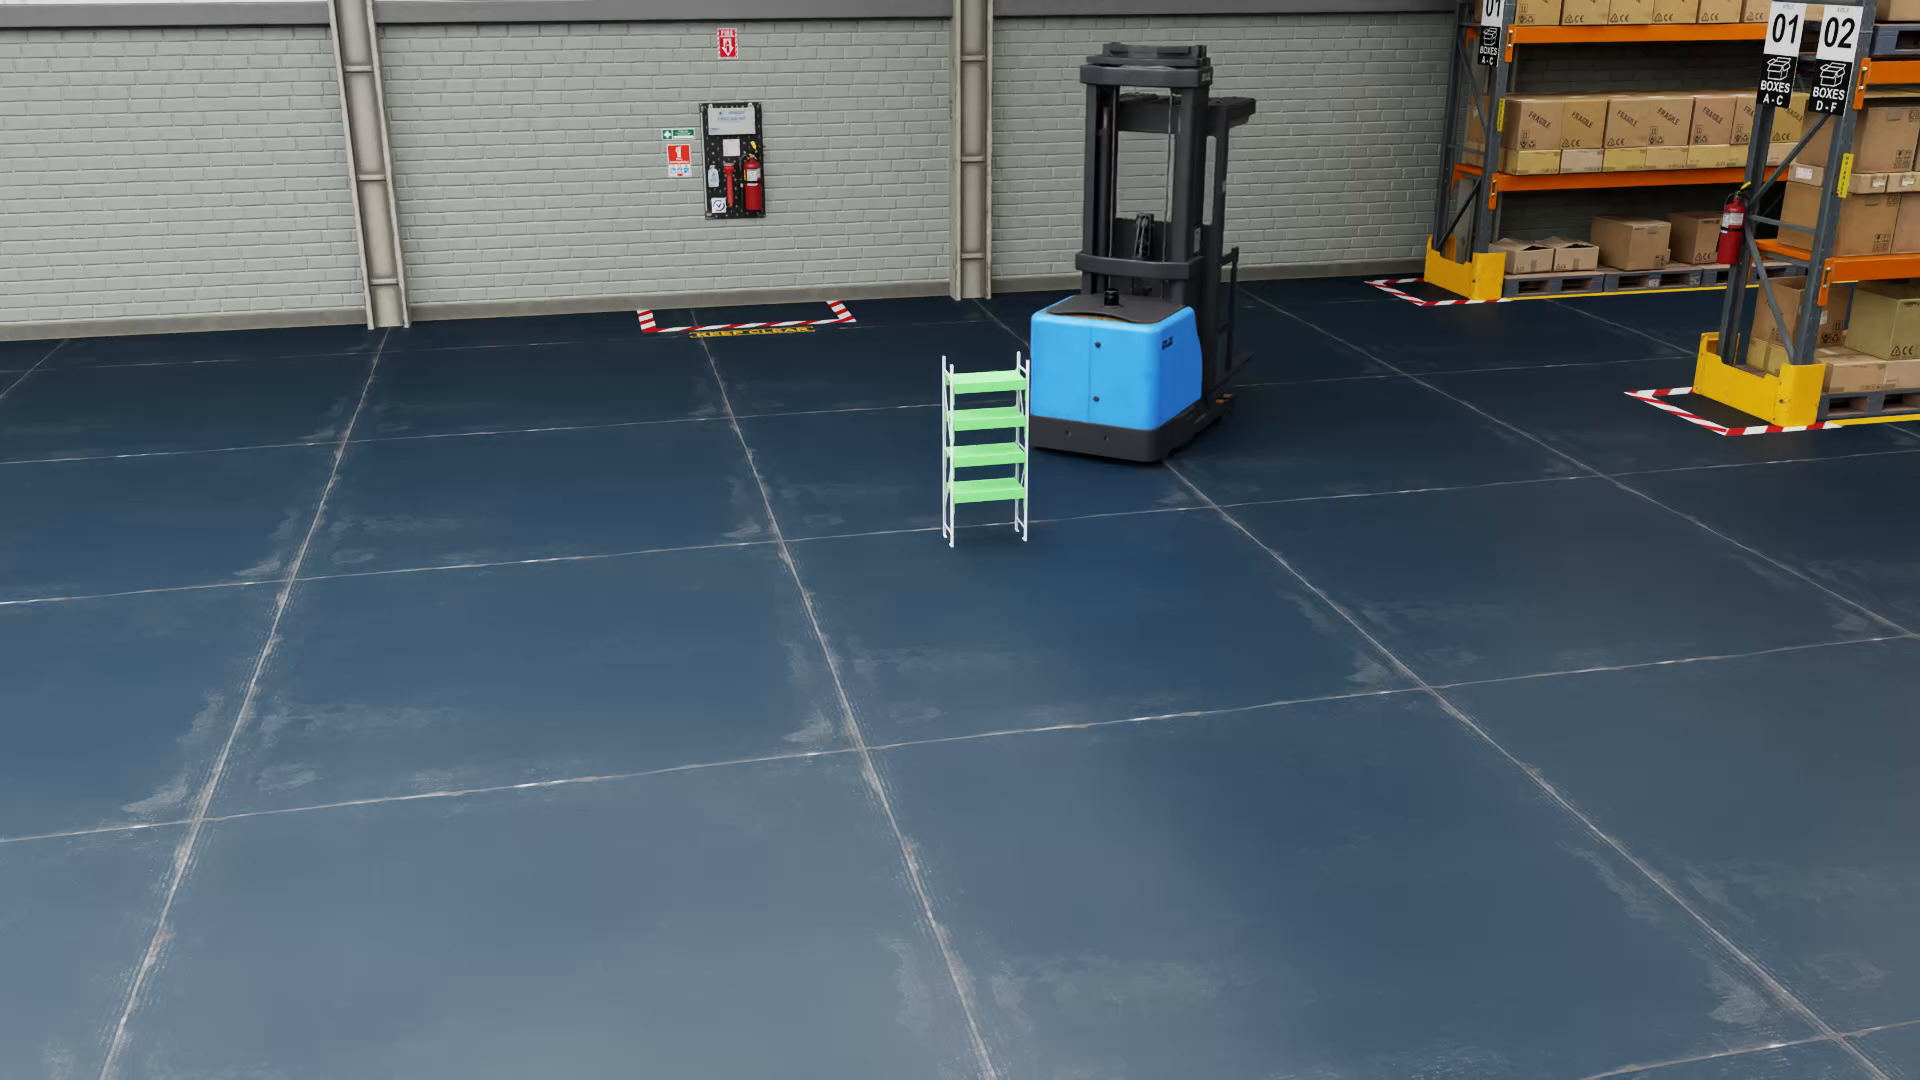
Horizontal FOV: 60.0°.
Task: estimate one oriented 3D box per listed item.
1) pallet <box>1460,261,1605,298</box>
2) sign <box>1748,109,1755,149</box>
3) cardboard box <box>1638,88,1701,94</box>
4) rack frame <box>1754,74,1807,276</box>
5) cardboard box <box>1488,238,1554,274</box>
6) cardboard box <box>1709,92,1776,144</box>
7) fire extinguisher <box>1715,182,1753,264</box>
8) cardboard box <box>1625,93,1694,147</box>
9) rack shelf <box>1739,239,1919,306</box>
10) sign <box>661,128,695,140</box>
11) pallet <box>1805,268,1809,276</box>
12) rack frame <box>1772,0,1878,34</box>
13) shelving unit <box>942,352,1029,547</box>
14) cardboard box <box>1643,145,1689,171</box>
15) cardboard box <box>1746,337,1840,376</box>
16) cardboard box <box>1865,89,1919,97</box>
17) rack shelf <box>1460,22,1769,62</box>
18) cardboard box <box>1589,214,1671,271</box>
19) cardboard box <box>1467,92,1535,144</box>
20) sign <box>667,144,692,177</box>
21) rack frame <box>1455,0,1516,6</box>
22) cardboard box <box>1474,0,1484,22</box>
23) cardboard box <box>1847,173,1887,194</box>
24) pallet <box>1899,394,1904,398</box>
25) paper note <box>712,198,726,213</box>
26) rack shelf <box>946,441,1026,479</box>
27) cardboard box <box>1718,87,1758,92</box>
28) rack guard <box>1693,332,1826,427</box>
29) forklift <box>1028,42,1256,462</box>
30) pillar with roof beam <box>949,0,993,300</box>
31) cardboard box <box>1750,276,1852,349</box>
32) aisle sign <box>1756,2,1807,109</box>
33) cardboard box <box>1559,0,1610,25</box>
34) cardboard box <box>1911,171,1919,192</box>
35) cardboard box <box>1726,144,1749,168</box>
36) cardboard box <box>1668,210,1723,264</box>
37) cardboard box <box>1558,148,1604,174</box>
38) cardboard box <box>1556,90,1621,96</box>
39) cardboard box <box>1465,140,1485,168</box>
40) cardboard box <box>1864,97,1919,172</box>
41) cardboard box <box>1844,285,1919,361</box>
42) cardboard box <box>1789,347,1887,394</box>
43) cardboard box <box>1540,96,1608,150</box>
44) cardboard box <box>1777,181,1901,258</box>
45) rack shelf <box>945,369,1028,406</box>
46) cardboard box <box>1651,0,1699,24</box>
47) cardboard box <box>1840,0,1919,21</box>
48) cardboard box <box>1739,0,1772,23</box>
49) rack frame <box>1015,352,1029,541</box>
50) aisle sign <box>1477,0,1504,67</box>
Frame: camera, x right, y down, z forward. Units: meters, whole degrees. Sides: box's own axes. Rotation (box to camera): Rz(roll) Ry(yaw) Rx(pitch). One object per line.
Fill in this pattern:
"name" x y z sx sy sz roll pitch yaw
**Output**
"pallet" 6.341 -2.924 18.490 1.213 0.211 1.003 -5 21 -12
"sign" 6.500 -3.355 13.583 0.005 0.325 0.100 -5 21 -12
"cardboard box" 7.865 -4.738 18.486 0.500 0.500 0.500 -4 21 -11
"rack frame" 9.361 -4.491 18.715 0.127 3.000 1.000 -5 21 -12
"cardboard box" 6.162 -3.143 18.304 0.500 0.311 0.500 -7 21 -19
"cardboard box" 8.488 -4.600 18.110 0.500 0.500 0.500 -5 21 -13
"fire extinguisher" 6.390 -2.627 13.737 0.183 0.674 0.296 -5 21 -12
"cardboard box" 7.489 -4.522 17.898 0.500 0.500 0.500 -4 20 -11
"rack shelf" 8.558 -2.337 13.880 4.000 0.370 1.077 -5 21 -12
"sign" -2.858 -4.116 16.867 0.331 0.109 0.001 -5 21 -12
"pallet" 10.118 -3.244 19.364 1.213 0.211 1.003 -5 21 -12
"rack frame" 6.612 -5.334 12.293 0.127 3.000 1.000 -5 21 -12
"shelving unit" 0.161 -0.576 10.644 0.503 1.200 0.258 -5 21 -12
"cardboard box" 7.508 -4.170 18.025 0.500 0.250 0.500 -4 21 -12
"cardboard box" 7.066 -1.564 14.111 0.500 0.250 0.500 -5 21 -12
"cardboard box" 10.409 -4.816 18.815 0.500 0.500 0.700 -3 20 -7
"rack shelf" 7.415 -5.404 17.890 4.000 0.370 1.077 -5 21 -12
"cardboard box" 7.442 -3.319 18.508 0.500 0.500 0.700 -6 21 -16
"cardboard box" 5.878 -4.574 18.040 0.500 0.500 0.500 -5 21 -13
"sign" -2.864 -3.869 16.965 0.234 0.329 0.001 -5 21 -12
"rack frame" 5.468 -6.992 16.818 0.127 3.000 1.000 -5 21 -12
"cardboard box" 5.816 -5.757 17.635 0.500 0.500 0.500 -3 20 -9
"cardboard box" 7.043 -2.827 13.084 0.250 0.149 0.380 -5 21 -13
"pallet" 8.531 -1.377 14.268 1.213 0.211 1.003 -5 21 -12
"paper note" -2.490 -3.457 17.173 0.142 0.148 0.016 -5 21 -12
"rack shelf" 0.161 -0.516 10.666 0.480 0.148 0.258 -5 21 -12
"cardboard box" 8.855 -4.815 18.697 0.500 0.500 0.500 -5 21 -14
"rack guard" 6.588 -1.341 13.749 0.348 0.500 1.175 -5 21 -12
"forklift" 1.623 -2.412 13.139 1.130 2.935 3.031 10 22 25
"pillar with roof beam" 1.102 -5.421 12.530 0.400 9.000 9.100 -5 21 -12
"cardboard box" 7.065 -1.917 13.984 0.500 0.500 0.500 -5 21 -12
"aisle sign" 6.480 -3.831 13.132 0.004 0.787 0.394 -5 21 -12
"cardboard box" 6.382 -5.613 17.241 0.500 0.500 0.500 -3 20 -9
"cardboard box" 7.543 -2.868 13.196 0.250 0.149 0.380 -5 21 -12
"cardboard box" 8.483 -4.255 18.258 0.500 0.250 0.500 -5 21 -12
"cardboard box" 8.360 -3.429 18.808 0.500 0.500 0.500 -6 21 -17
"cardboard box" 6.518 -4.092 17.813 0.500 0.250 0.500 -5 21 -14
"cardboard box" 6.872 -4.653 18.255 0.500 0.500 0.500 -5 21 -14
"cardboard box" 5.878 -4.216 18.151 0.500 0.250 0.500 -4 21 -12
"cardboard box" 7.631 -3.253 13.303 0.500 0.500 0.700 -5 21 -14
"cardboard box" 7.671 -1.783 13.619 0.500 0.500 0.500 -5 21 -12
"cardboard box" 7.185 -1.391 13.638 0.500 0.250 0.500 -5 21 -12
"cardboard box" 6.485 -4.439 17.670 0.500 0.500 0.500 -5 21 -12
"cardboard box" 7.069 -2.596 13.396 0.500 0.500 0.700 -5 21 -12
"rack shelf" 0.161 -0.967 10.501 0.480 0.148 0.258 -5 21 -12
"cardboard box" 7.403 -5.705 17.492 0.500 0.500 0.500 -3 20 -9
"cardboard box" 7.172 -4.281 12.815 0.637 0.503 0.797 -3 20 -9
"cardboard box" 8.431 -5.798 17.745 0.500 0.500 0.500 -6 21 -17
"rack frame" 0.399 -0.596 10.697 0.015 1.200 0.240 -5 21 -12
"aisle sign" 5.467 -5.289 17.113 0.004 0.787 0.394 -5 21 -12
